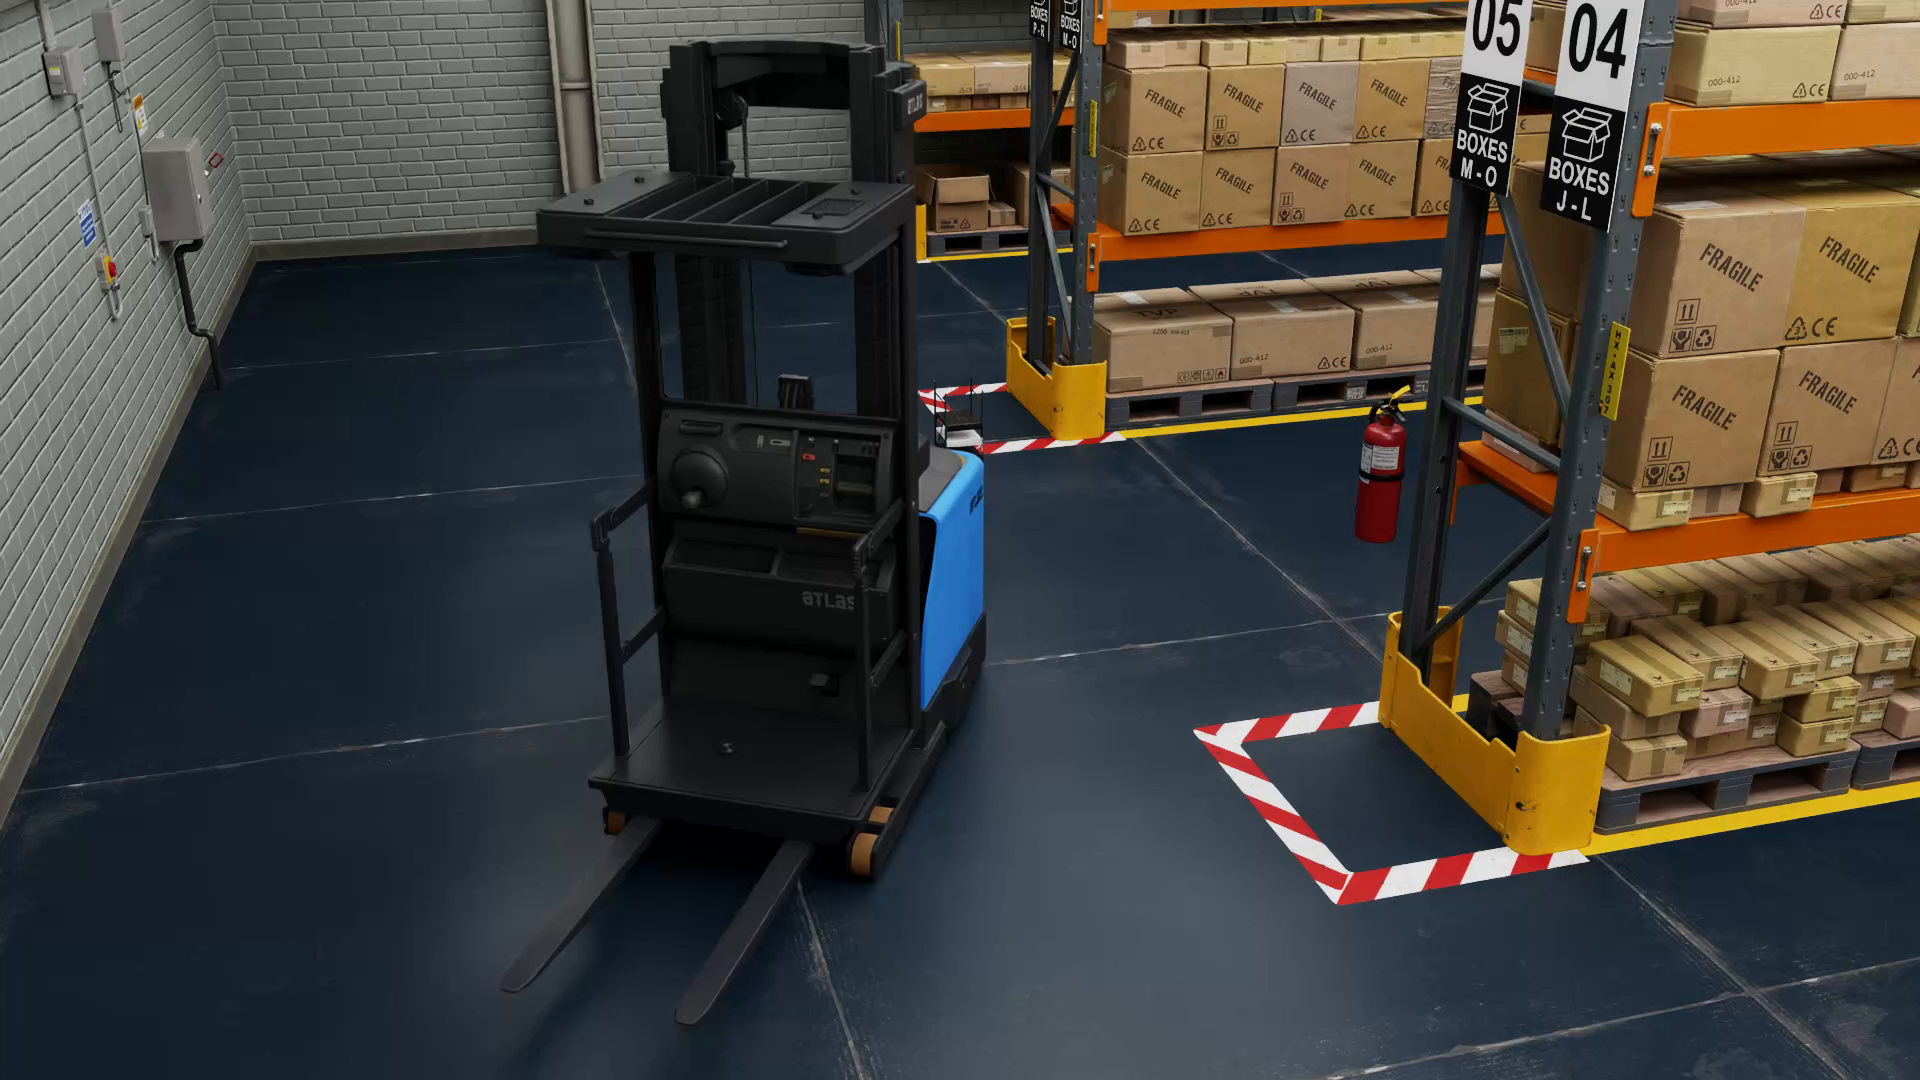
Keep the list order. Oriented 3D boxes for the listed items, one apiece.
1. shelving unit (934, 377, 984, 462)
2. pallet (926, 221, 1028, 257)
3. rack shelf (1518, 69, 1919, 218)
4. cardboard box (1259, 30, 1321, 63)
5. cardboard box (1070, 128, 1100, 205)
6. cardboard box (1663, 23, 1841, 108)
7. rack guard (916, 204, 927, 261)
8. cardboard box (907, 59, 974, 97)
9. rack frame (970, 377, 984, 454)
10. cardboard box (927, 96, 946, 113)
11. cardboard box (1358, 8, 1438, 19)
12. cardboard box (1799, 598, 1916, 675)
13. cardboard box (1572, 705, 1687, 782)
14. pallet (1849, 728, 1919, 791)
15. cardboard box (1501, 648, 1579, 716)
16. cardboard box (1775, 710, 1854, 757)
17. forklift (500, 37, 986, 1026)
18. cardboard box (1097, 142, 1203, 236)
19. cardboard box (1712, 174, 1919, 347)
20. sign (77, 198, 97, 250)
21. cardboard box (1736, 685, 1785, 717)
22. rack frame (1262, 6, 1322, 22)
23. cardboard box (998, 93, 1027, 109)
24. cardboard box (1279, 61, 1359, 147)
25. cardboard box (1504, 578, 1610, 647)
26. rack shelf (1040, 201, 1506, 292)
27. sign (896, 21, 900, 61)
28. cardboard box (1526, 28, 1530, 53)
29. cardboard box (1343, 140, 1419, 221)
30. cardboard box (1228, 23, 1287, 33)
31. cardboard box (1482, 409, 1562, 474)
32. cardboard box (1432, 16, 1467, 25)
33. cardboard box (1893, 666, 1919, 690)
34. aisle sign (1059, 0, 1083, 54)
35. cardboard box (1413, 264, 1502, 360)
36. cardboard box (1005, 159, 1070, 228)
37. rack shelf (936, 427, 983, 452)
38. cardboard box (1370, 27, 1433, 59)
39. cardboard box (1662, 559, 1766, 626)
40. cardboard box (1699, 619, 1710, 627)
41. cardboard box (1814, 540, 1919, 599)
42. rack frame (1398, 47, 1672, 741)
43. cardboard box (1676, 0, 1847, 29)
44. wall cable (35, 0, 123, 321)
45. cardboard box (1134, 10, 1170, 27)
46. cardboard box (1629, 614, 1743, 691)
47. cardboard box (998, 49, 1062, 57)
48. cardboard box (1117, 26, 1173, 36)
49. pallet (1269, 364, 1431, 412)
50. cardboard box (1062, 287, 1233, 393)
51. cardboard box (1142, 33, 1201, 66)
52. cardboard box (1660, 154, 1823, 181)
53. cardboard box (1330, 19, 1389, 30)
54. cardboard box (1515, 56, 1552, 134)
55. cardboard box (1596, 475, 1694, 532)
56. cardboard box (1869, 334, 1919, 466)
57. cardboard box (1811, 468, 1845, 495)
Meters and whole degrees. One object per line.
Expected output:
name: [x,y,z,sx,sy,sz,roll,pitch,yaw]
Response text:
shelving unit: [-0.008,-0.413,9.071,0.210,0.900,0.258,-6,24,-14]
pallet: [0.152,-2.950,15.858,1.213,0.211,1.003,-6,24,-14]
rack shelf: [4.016,-1.646,6.391,4.000,0.370,1.077,-6,24,-14]
cardboard box: [2.074,-3.112,10.482,0.250,0.149,0.380,-6,24,-14]
cardboard box: [1.049,-2.452,11.033,0.500,0.500,0.500,-6,24,-14]
cardboard box: [2.592,-1.646,5.668,0.500,0.250,0.500,-5,24,-12]
rack guard: [-0.615,-2.997,15.602,0.348,0.500,1.175,-6,24,-14]
cardboard box: [-0.179,-4.152,14.935,0.500,0.250,0.500,-6,24,-14]
rack frame: [0.090,-0.424,9.096,0.006,0.900,0.240,-6,24,-14]
cardboard box: [-0.298,-3.954,14.978,0.250,0.149,0.380,-6,24,-15]
cardboard box: [4.188,-4.825,16.031,0.500,0.500,0.700,-6,24,-14]
cardboard box: [3.683,0.394,6.855,0.250,0.149,0.380,-5,24,-12]
cardboard box: [2.681,0.797,6.670,0.250,0.149,0.380,-6,24,-13]
pallet: [4.128,0.686,7.383,1.213,0.211,1.003,-6,24,-14]
cardboard box: [2.541,0.596,7.139,0.250,0.149,0.380,-6,24,-13]
cardboard box: [3.424,0.724,6.842,0.250,0.149,0.380,-6,24,-14]
forklift: [-0.758,-0.244,6.102,1.130,2.935,3.031,6,24,14]
cardboard box: [1.196,-2.242,10.544,0.500,0.500,0.500,-7,24,-15]
cardboard box: [3.079,-1.031,6.076,0.500,0.500,0.500,-6,24,-13]
sign: [-4.813,-1.744,9.167,0.001,0.218,0.327,-6,24,-14]
cardboard box: [3.155,0.569,6.825,0.250,0.149,0.380,-6,24,-14]
rack frame: [3.163,-4.564,16.083,0.127,3.000,1.000,-6,24,-14]
cardboard box: [0.438,-4.043,15.187,0.250,0.149,0.380,-6,24,-13]
cardboard box: [2.184,-2.818,10.618,0.500,0.500,0.500,-6,24,-15]
cardboard box: [2.532,0.306,7.062,0.250,0.149,0.380,-6,24,-14]
rack shelf: [2.582,-2.136,11.337,4.000,0.370,1.077,-6,24,-14]
sign: [-0.542,-4.330,14.439,0.005,0.325,0.100,-6,24,-14]
cardboard box: [3.532,-3.286,10.888,0.250,0.149,0.380,-7,24,-15]
cardboard box: [2.648,-2.414,10.944,0.500,0.500,0.500,-6,24,-13]
cardboard box: [1.936,-3.280,10.872,0.250,0.149,0.380,-7,24,-15]
cardboard box: [2.328,-0.412,6.725,0.250,0.149,0.380,-6,24,-14]
cardboard box: [3.400,-3.469,11.312,0.250,0.149,0.380,-6,24,-15]
cardboard box: [3.911,0.474,7.047,0.250,0.149,0.380,-5,24,-12]
aisle sign: [0.665,-3.331,9.912,0.004,0.787,0.394,-6,24,-14]
cardboard box: [3.874,-1.670,12.054,0.875,0.438,0.875,-7,24,-15]
cardboard box: [0.760,-3.288,15.746,0.500,0.500,0.700,-5,24,-12]
rack shelf: [-0.008,-0.547,9.013,0.200,0.077,0.258,-6,24,-14]
cardboard box: [2.816,-3.186,10.653,0.250,0.149,0.380,-6,24,-14]
cardboard box: [3.271,0.221,7.258,0.250,0.149,0.380,-7,24,-16]
cardboard box: [3.308,0.385,7.255,0.250,0.149,0.380,-7,24,-15]
cardboard box: [4.043,0.147,7.432,0.250,0.149,0.380,-6,24,-14]
rack frame: [2.091,-0.385,6.344,0.127,3.000,1.000,-6,24,-14]
cardboard box: [2.593,-1.874,5.565,0.500,0.250,0.500,-6,24,-14]
wall cable: [-4.767,-2.126,9.072,0.123,1.953,0.585,-6,24,-14]
cardboard box: [1.657,-4.919,15.772,0.500,0.500,0.500,-7,24,-16]
cardboard box: [2.920,0.456,6.711,0.250,0.149,0.380,-6,24,-13]
cardboard box: [0.658,-4.461,15.656,0.500,0.250,0.500,-6,24,-13]
cardboard box: [1.186,-3.208,10.705,0.250,0.149,0.380,-6,24,-13]
pallet: [2.577,-1.216,11.816,1.213,0.211,1.003,-6,24,-14]
cardboard box: [1.265,-1.378,11.374,0.875,0.438,0.875,-7,24,-16]
cardboard box: [1.306,-3.045,10.326,0.250,0.149,0.380,-6,24,-13]
cardboard box: [2.952,-1.225,6.528,0.500,0.500,0.500,-7,24,-16]
cardboard box: [2.662,-3.393,11.137,0.250,0.149,0.380,-6,24,-14]
cardboard box: [3.637,-2.979,10.995,0.500,0.500,0.500,-7,24,-15]
cardboard box: [2.491,-0.180,6.184,0.250,0.149,0.380,-7,24,-15]
cardboard box: [3.581,-0.625,6.399,0.500,0.500,0.500,-6,24,-14]
cardboard box: [3.211,-0.311,6.489,0.250,0.149,0.380,-5,24,-12]
